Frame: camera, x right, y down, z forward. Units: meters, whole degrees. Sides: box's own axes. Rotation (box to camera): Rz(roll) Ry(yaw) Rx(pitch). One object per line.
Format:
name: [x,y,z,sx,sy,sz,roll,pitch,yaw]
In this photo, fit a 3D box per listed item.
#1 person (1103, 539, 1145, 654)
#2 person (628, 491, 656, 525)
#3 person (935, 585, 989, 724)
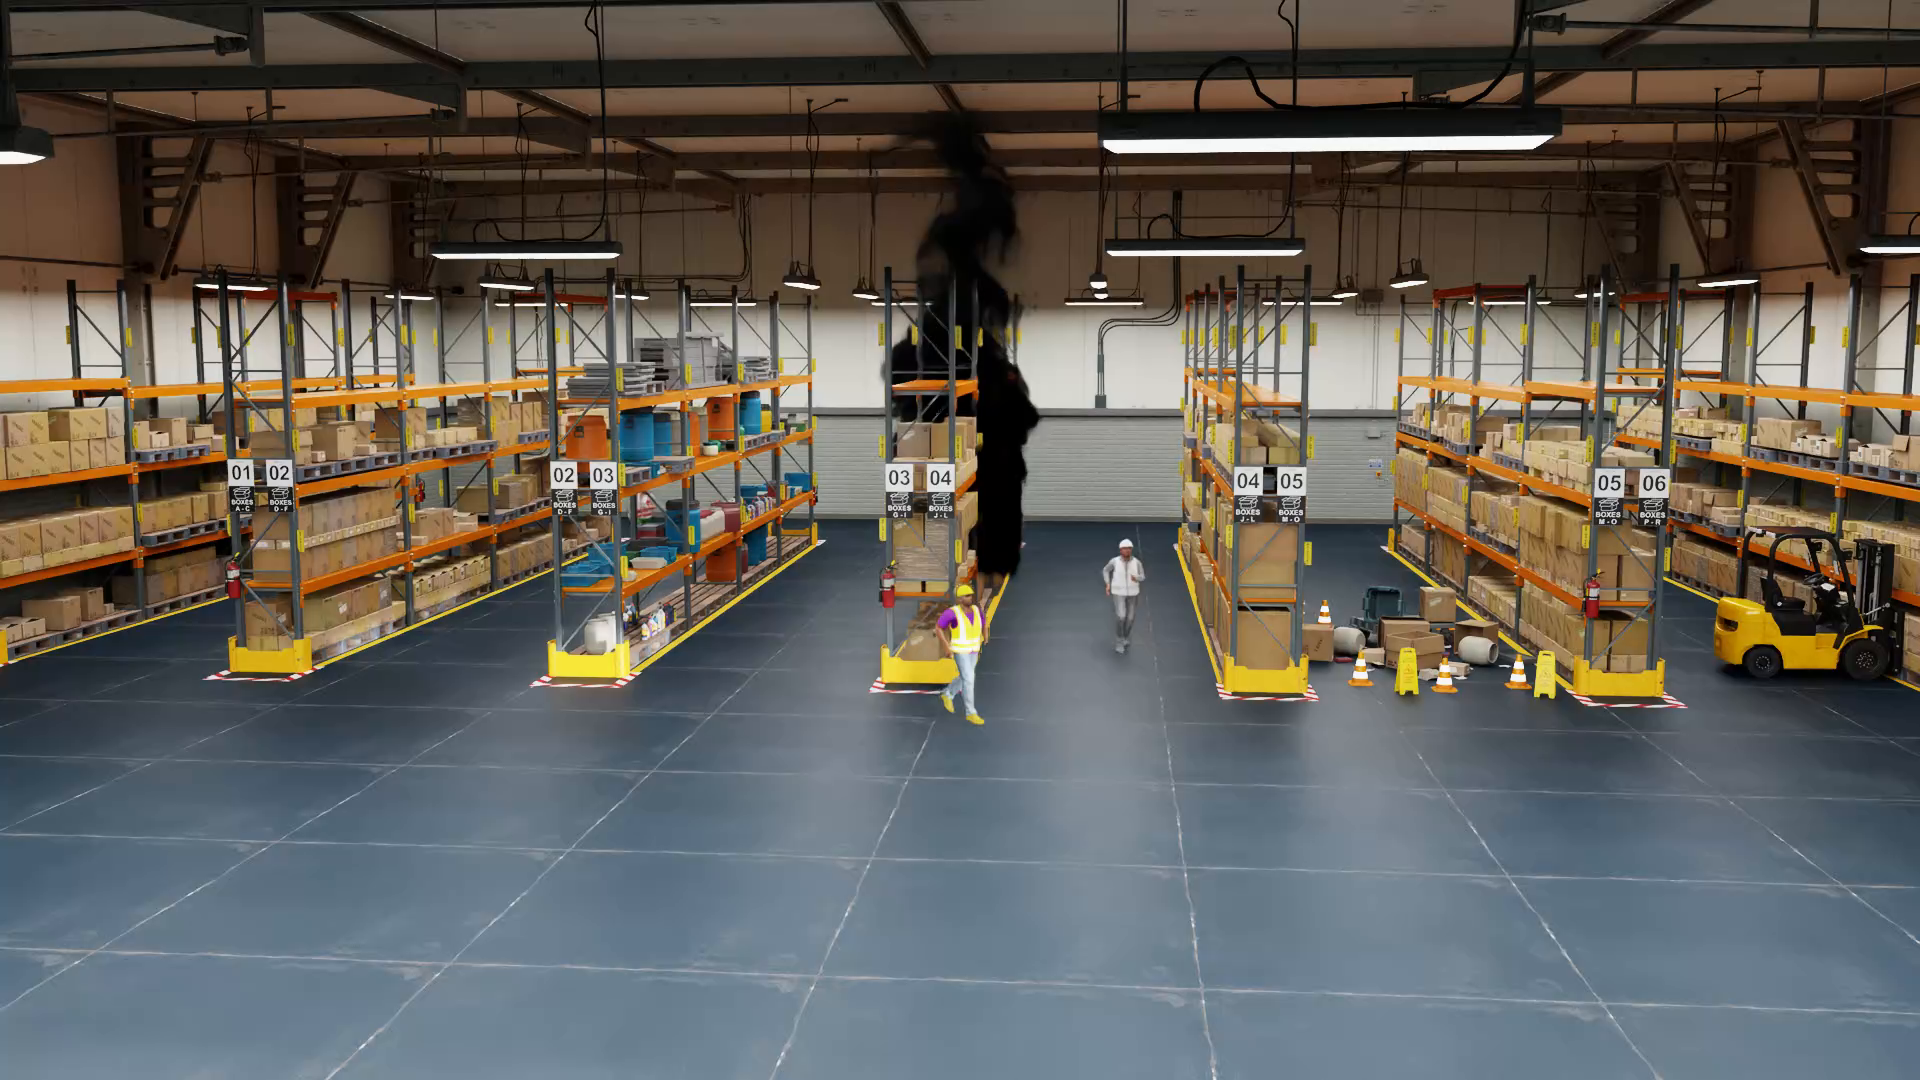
person: [2.640,0.900,26.629,0.624,1.831,0.749,-1,7,-9]
person: [-7.191,-0.450,37.621,0.645,1.845,0.771,-1,7,-8]
person: [0.062,1.454,21.736,0.702,1.764,0.946,-6,9,-41]
